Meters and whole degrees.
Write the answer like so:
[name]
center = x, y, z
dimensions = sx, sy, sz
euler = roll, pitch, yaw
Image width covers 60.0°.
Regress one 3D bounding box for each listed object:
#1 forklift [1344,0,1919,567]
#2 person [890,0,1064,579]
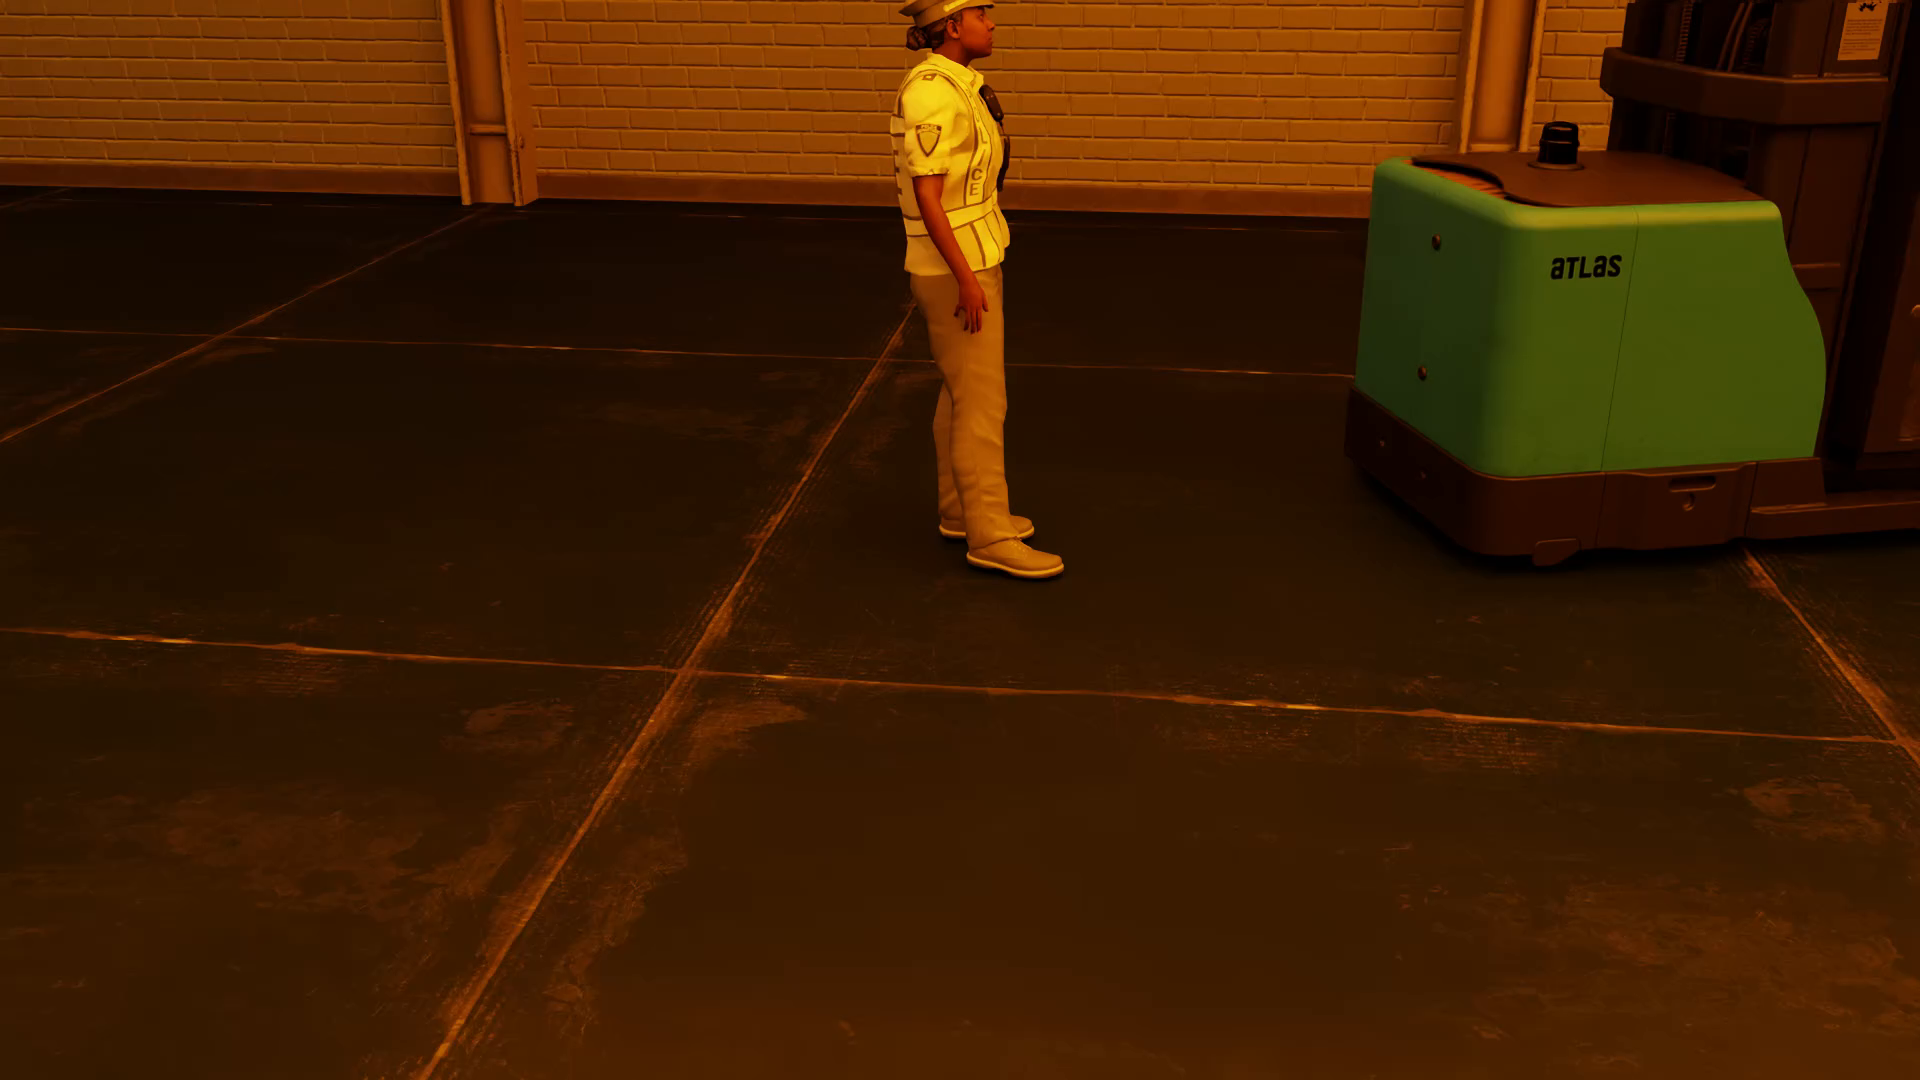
[forklift]
center = 2.892, -1.537, 5.071
dimensions = 3.031, 2.935, 1.130
euler = -4, 22, -10
[person]
center = 0.071, -0.780, 4.831
dimensions = 0.530, 1.692, 0.569
euler = 3, 22, 7
